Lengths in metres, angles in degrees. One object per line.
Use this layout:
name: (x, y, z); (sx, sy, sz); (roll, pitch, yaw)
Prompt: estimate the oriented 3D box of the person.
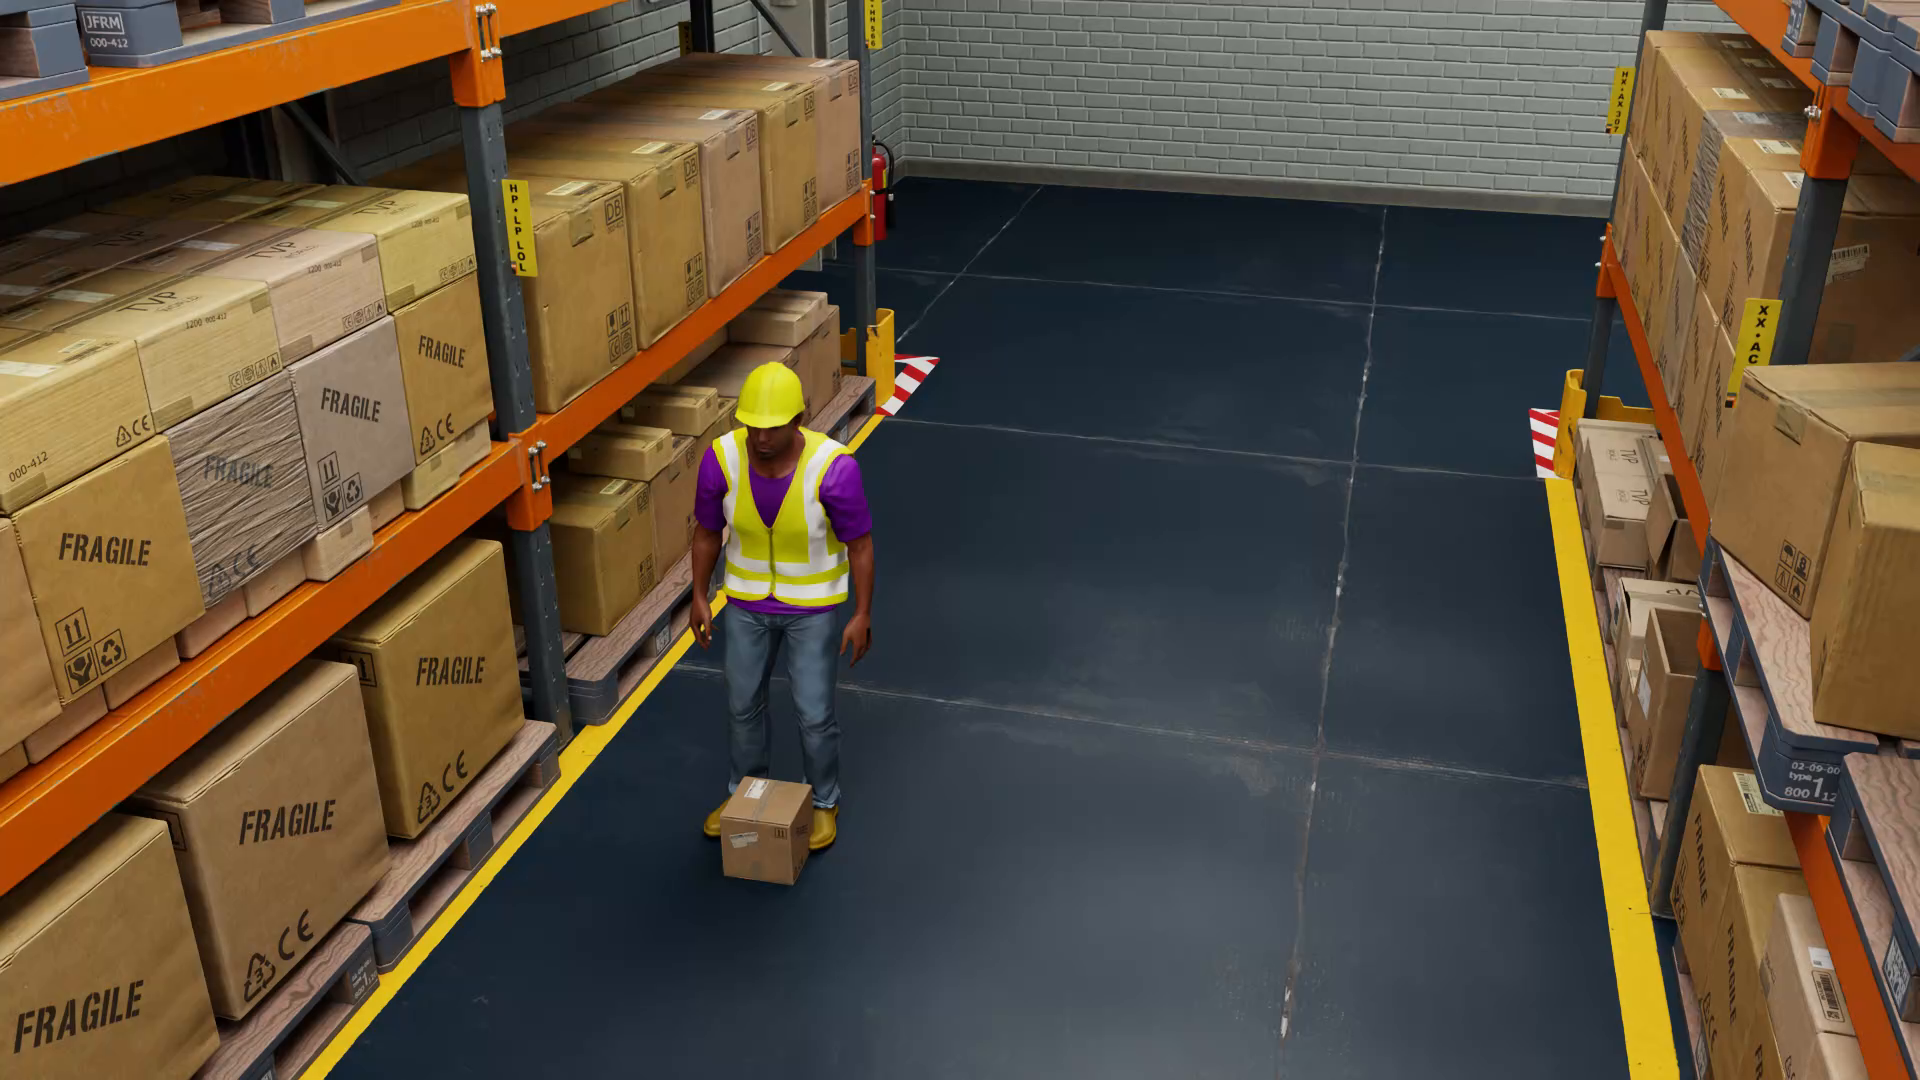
person: (-0.602, 0.225, 5.608); (0.636, 1.761, 0.454); (5, 26, 11)
